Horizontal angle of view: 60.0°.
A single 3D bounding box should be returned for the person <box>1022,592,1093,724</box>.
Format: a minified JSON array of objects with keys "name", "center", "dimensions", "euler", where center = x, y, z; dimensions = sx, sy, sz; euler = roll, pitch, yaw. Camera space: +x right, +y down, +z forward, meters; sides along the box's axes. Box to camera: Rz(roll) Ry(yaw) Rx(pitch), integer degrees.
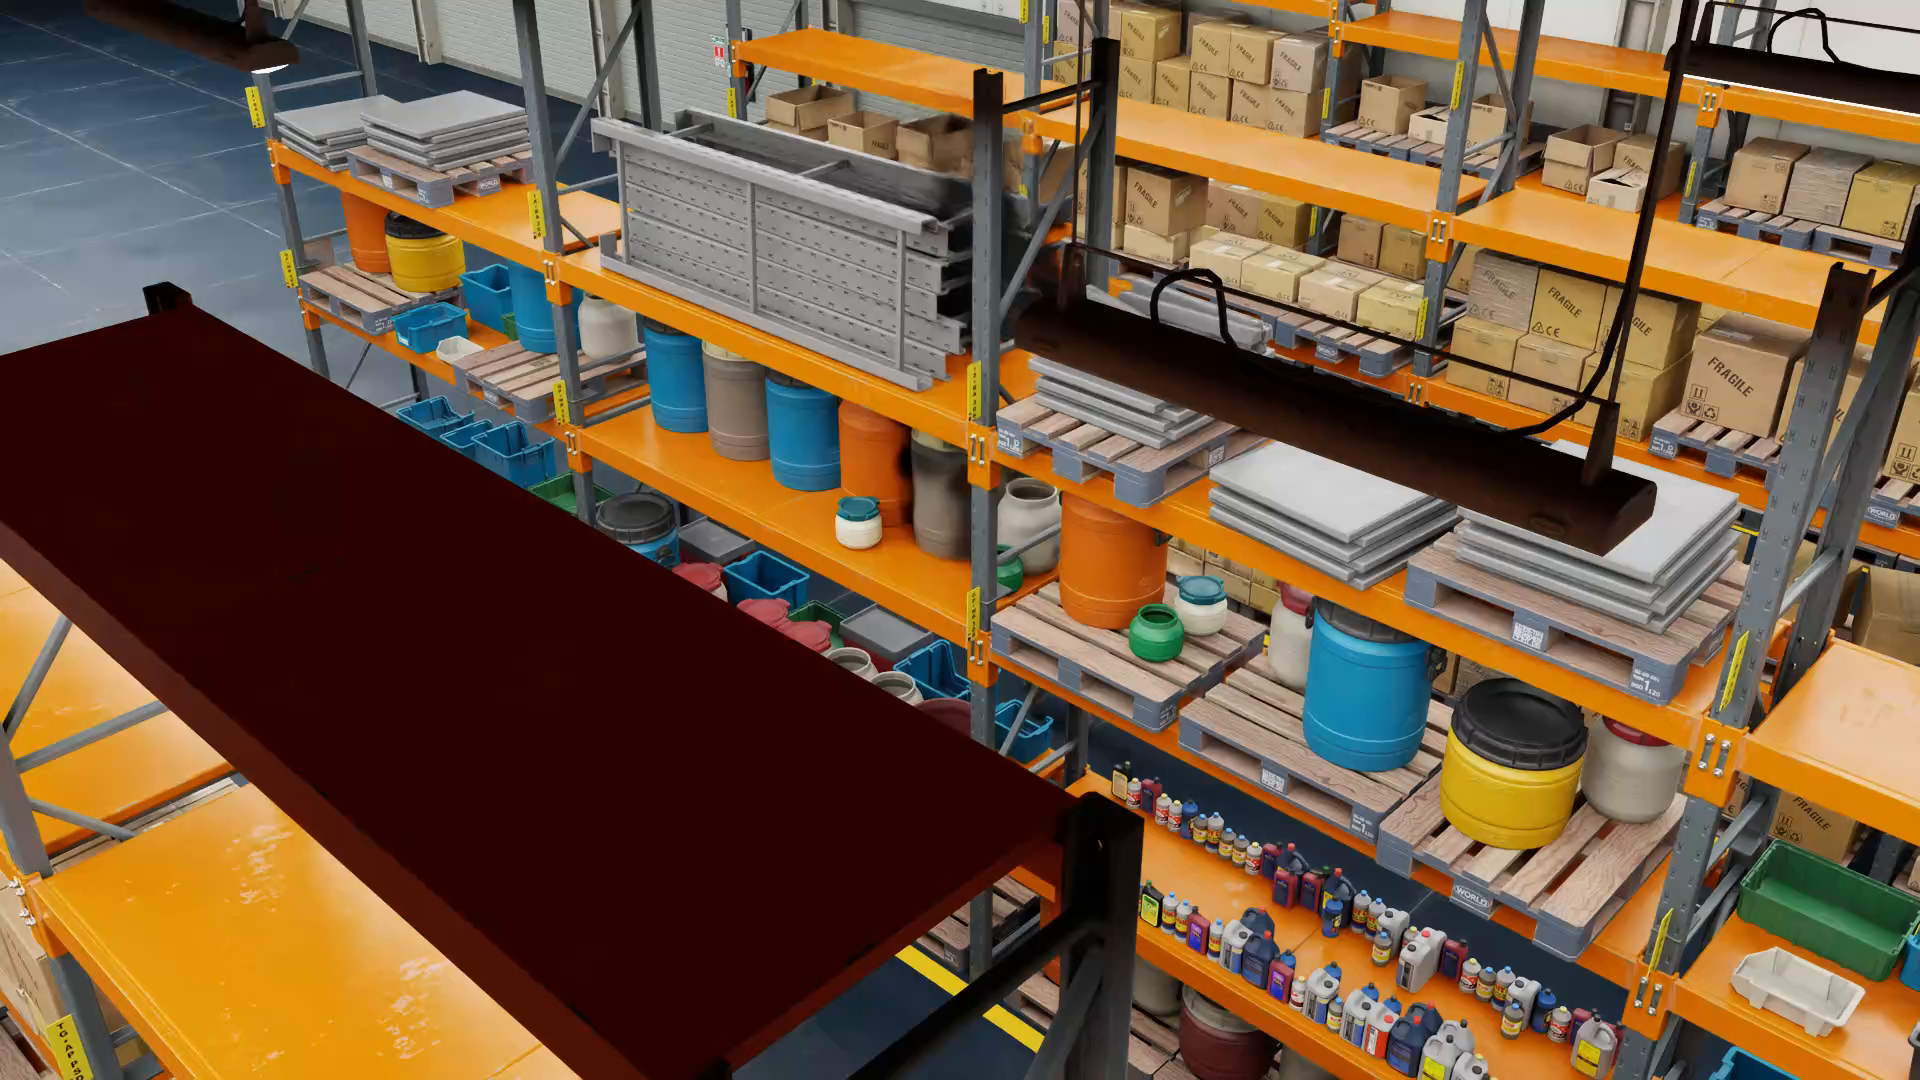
[{"name":"person","center":[0.775,0.849,13.307],"dimensions":[0.534,1.485,0.702],"euler":[-25,38,-37]}]
